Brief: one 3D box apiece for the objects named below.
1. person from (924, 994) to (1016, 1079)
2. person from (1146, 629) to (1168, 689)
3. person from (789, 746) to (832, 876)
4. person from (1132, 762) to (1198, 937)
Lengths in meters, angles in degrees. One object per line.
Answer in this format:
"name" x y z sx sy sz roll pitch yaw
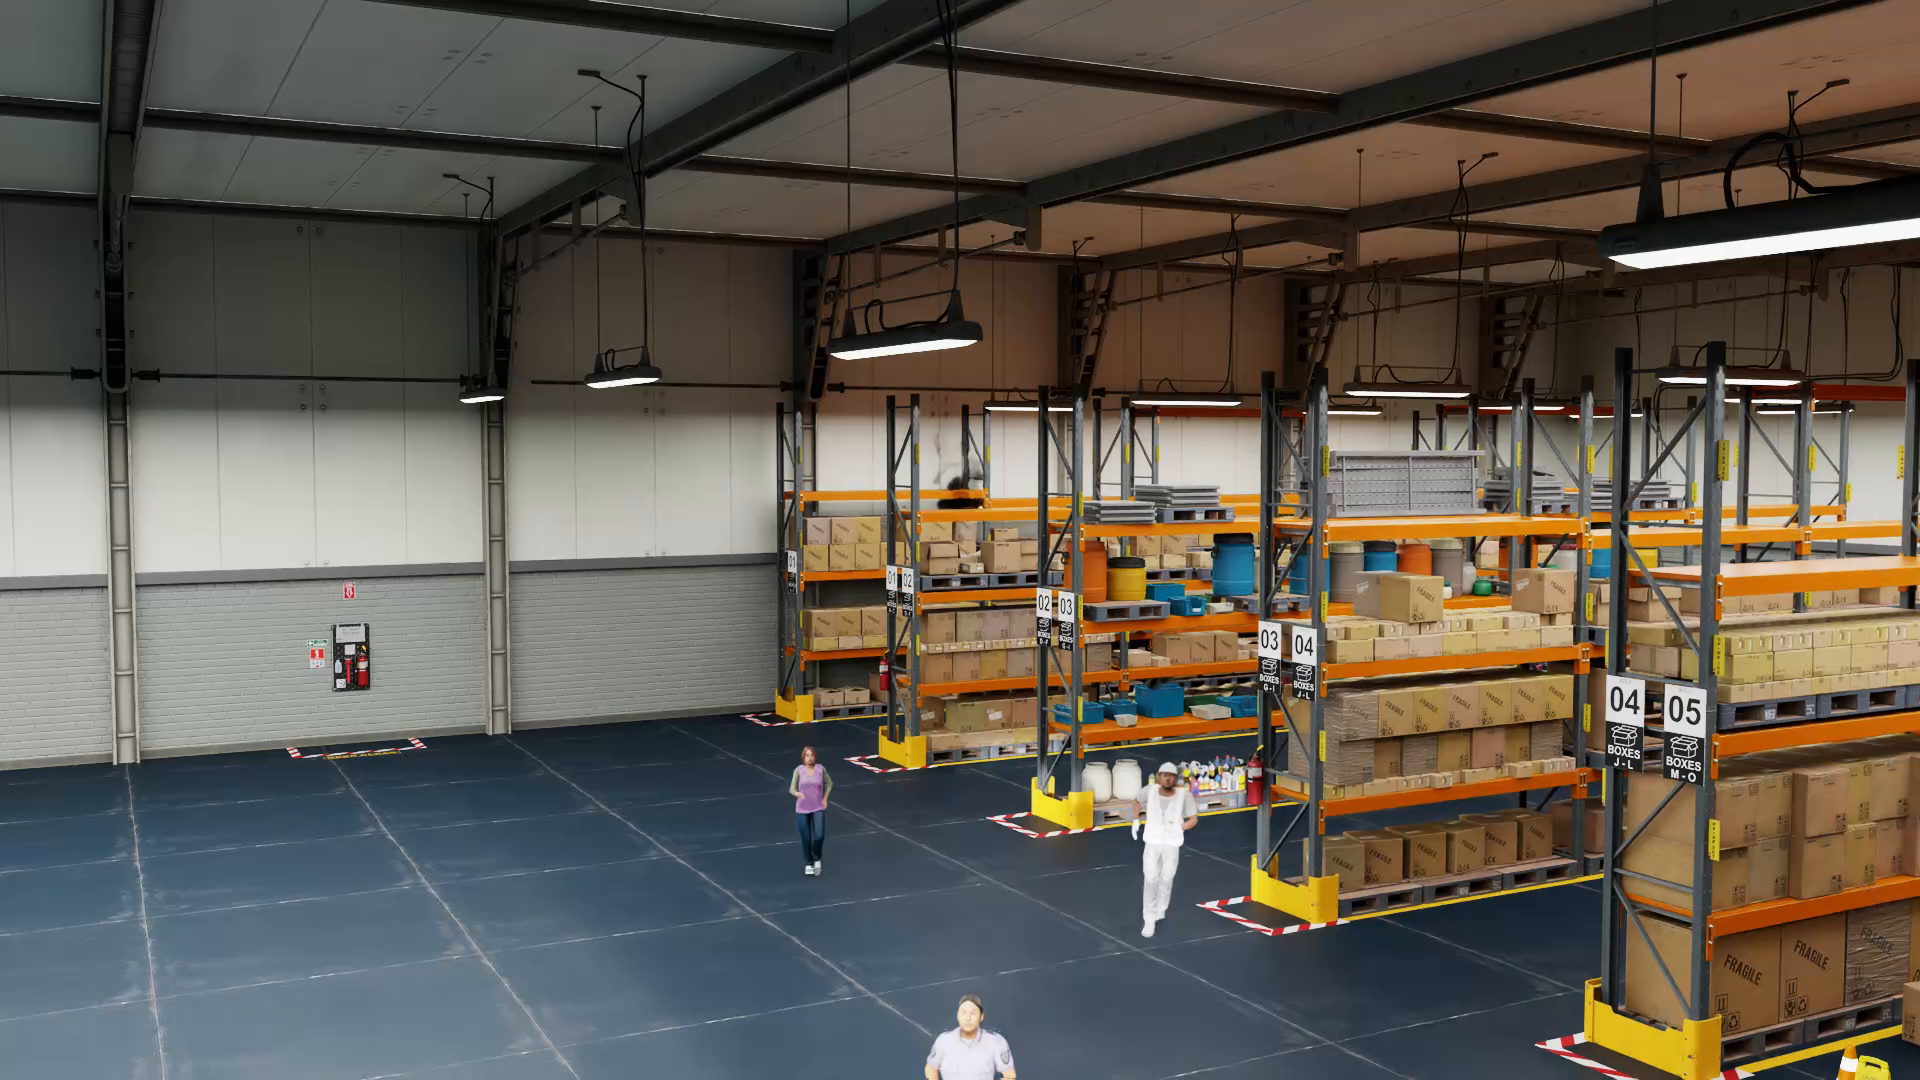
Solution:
"person" 0.060 3.750 10.838 0.609 1.595 0.629 0 3 8
"person" 3.854 2.494 32.061 0.915 1.699 0.667 -2 4 -30
"person" -1.771 3.244 19.828 0.519 1.564 0.580 0 3 -7
"person" 2.192 3.278 17.806 0.688 1.837 0.756 0 3 5
